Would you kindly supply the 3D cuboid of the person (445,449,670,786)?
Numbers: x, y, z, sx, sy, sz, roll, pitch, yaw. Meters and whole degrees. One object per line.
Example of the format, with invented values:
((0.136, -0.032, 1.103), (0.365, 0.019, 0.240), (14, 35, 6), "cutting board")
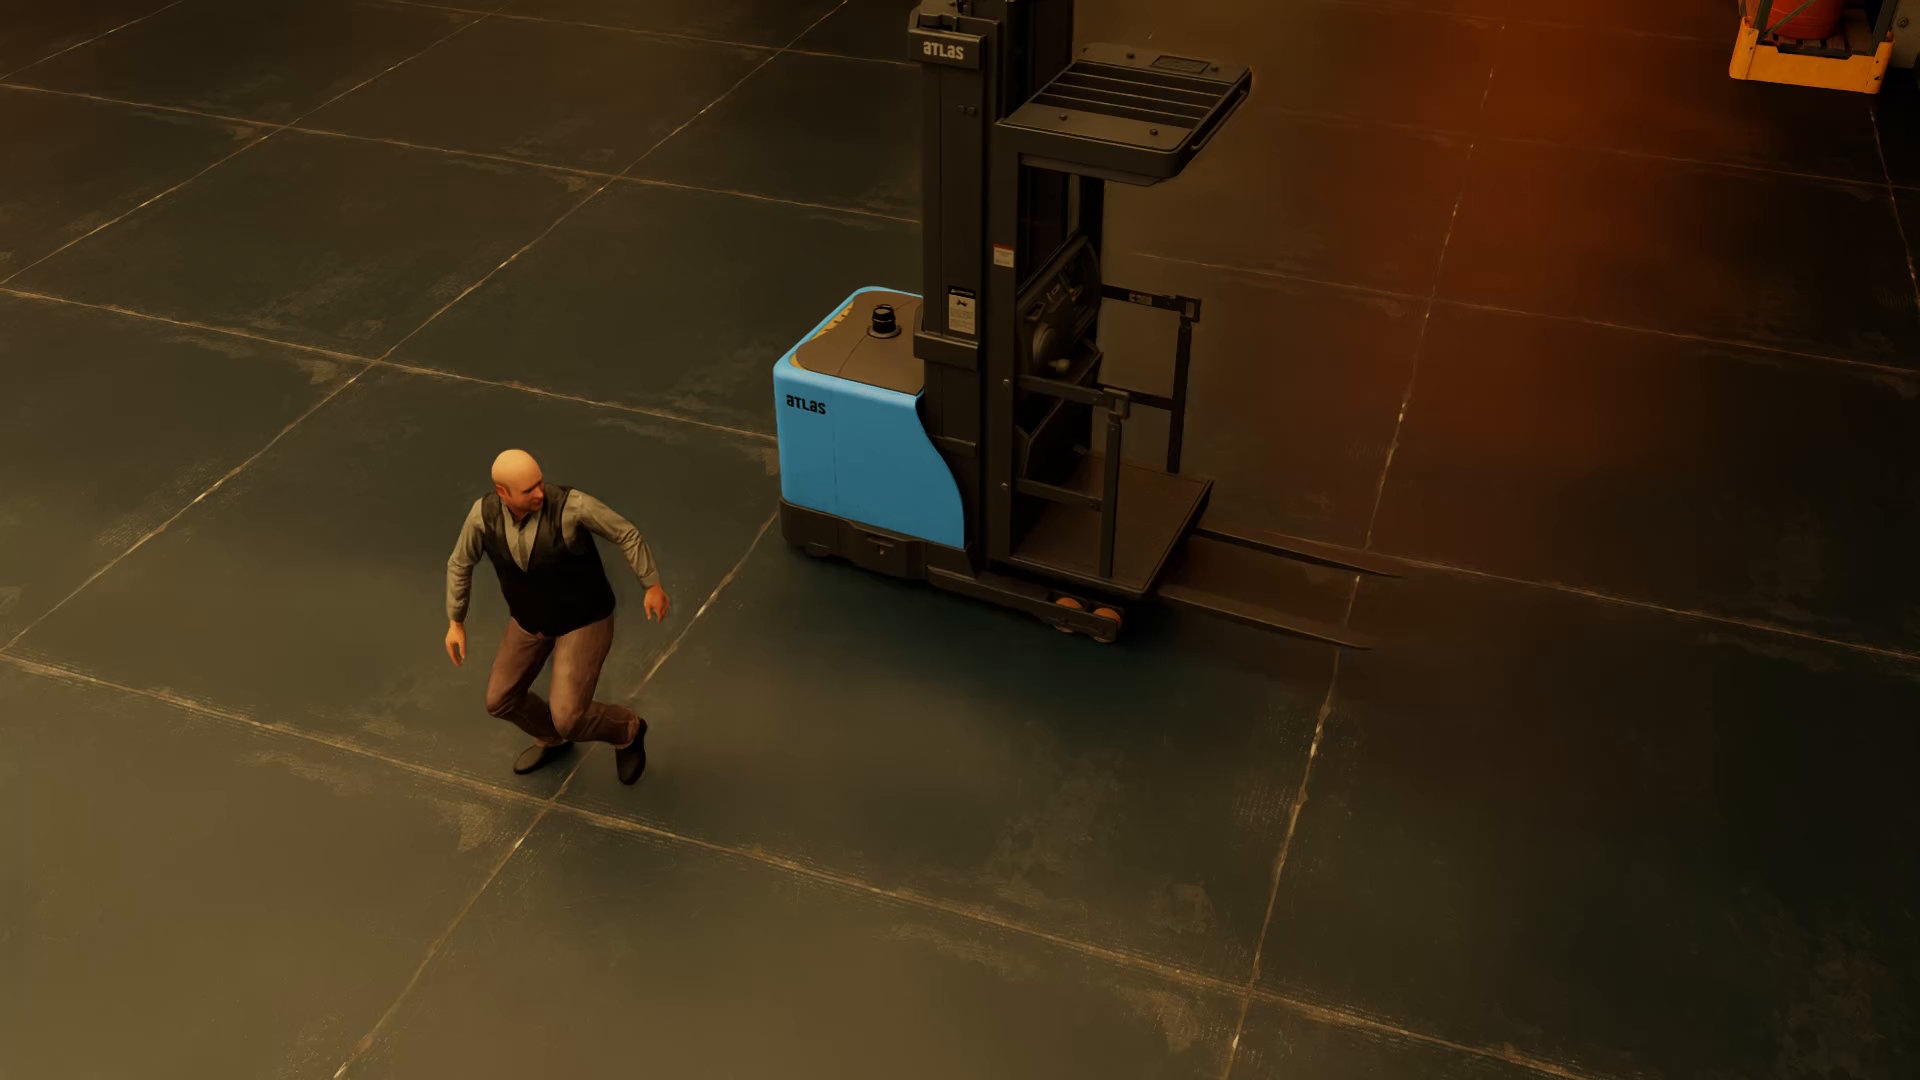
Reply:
((-1.663, 0.377, 6.819), (0.798, 1.523, 0.596), (13, 37, 18), "person")

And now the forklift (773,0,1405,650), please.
((0.643, -1.056, 7.600), (3.031, 2.935, 1.130), (15, 38, 20), "forklift")
